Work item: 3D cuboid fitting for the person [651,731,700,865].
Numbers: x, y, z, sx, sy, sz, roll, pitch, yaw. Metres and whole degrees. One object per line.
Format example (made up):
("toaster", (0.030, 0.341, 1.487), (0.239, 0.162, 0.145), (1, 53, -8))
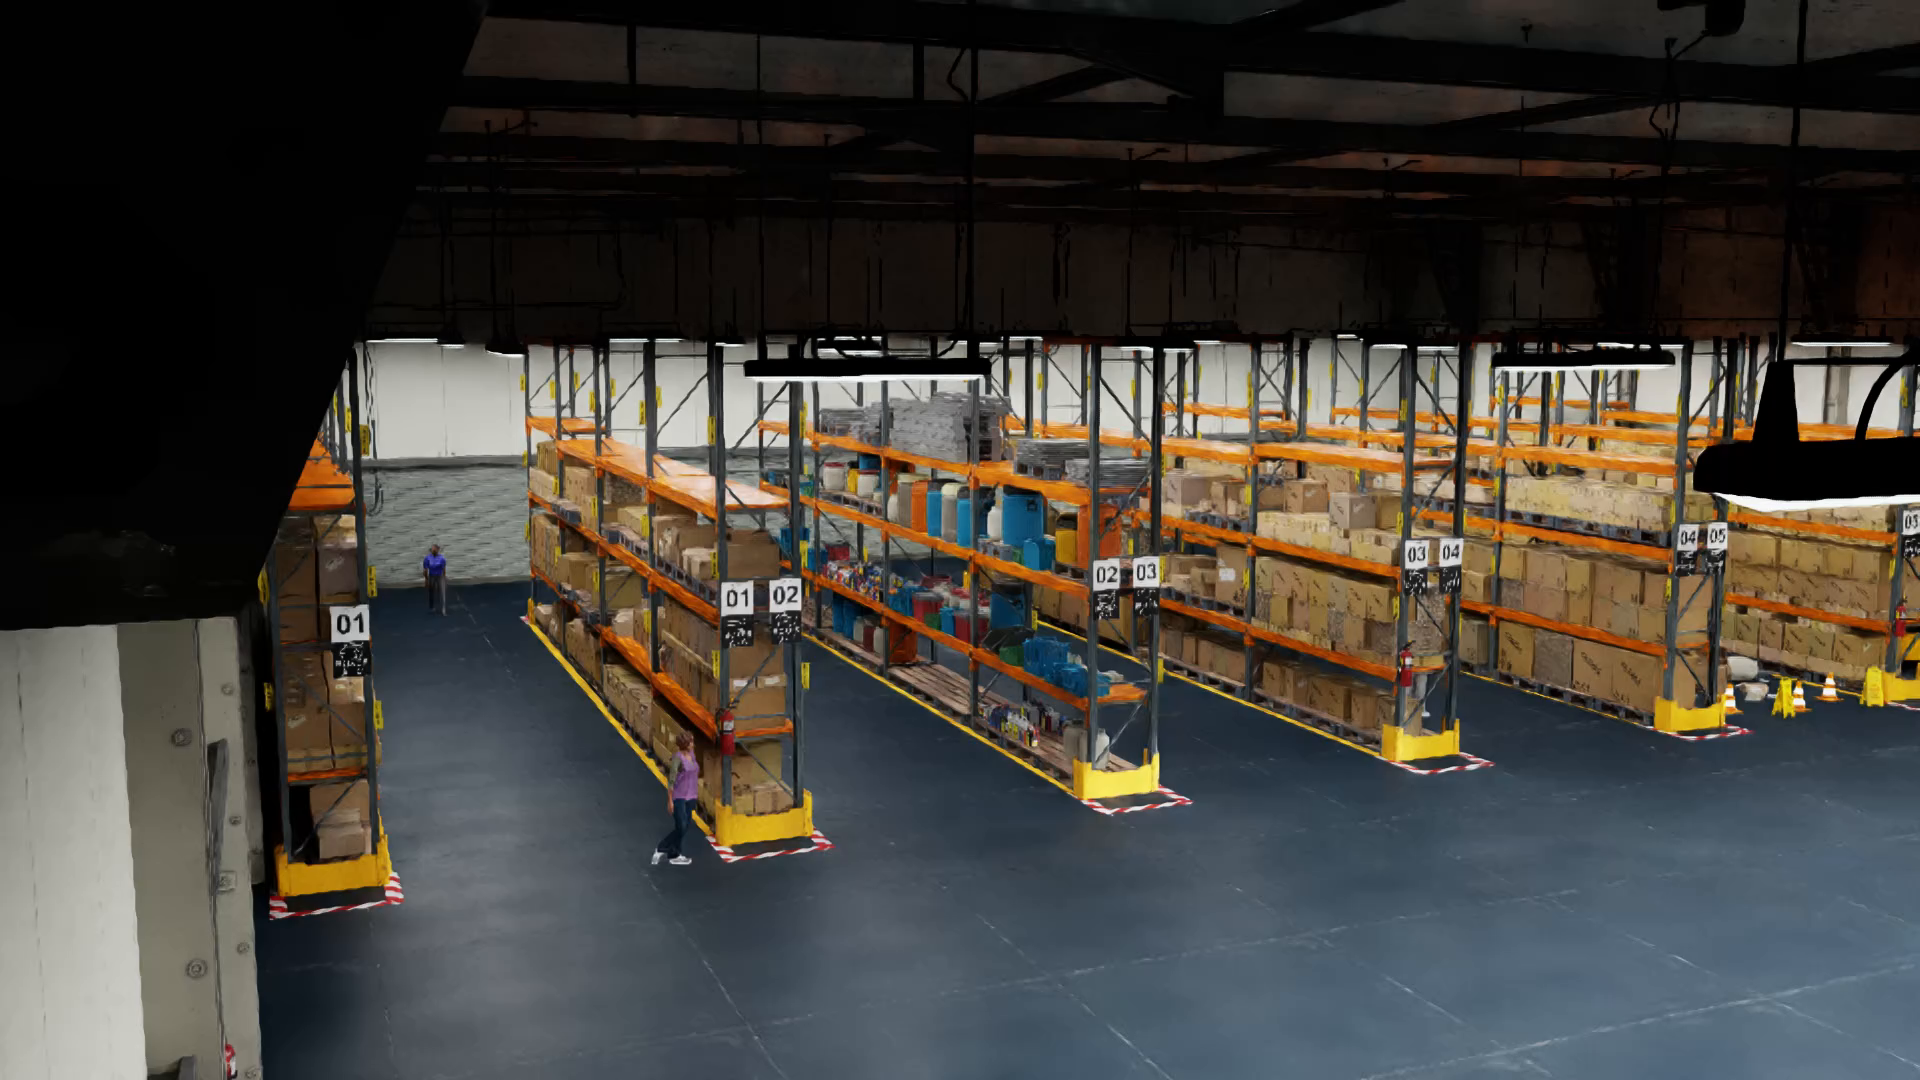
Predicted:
("person", (-3.286, 2.999, 19.207), (0.445, 1.585, 0.591), (3, 8, 22))

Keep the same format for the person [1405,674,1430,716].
("person", (7.319, 1.962, 26.578), (0.496, 1.675, 0.441), (6, 10, 38))

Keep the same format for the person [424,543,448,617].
("person", (-11.187, 0.827, 35.444), (0.447, 1.574, 1.088), (-3, 8, -20))
